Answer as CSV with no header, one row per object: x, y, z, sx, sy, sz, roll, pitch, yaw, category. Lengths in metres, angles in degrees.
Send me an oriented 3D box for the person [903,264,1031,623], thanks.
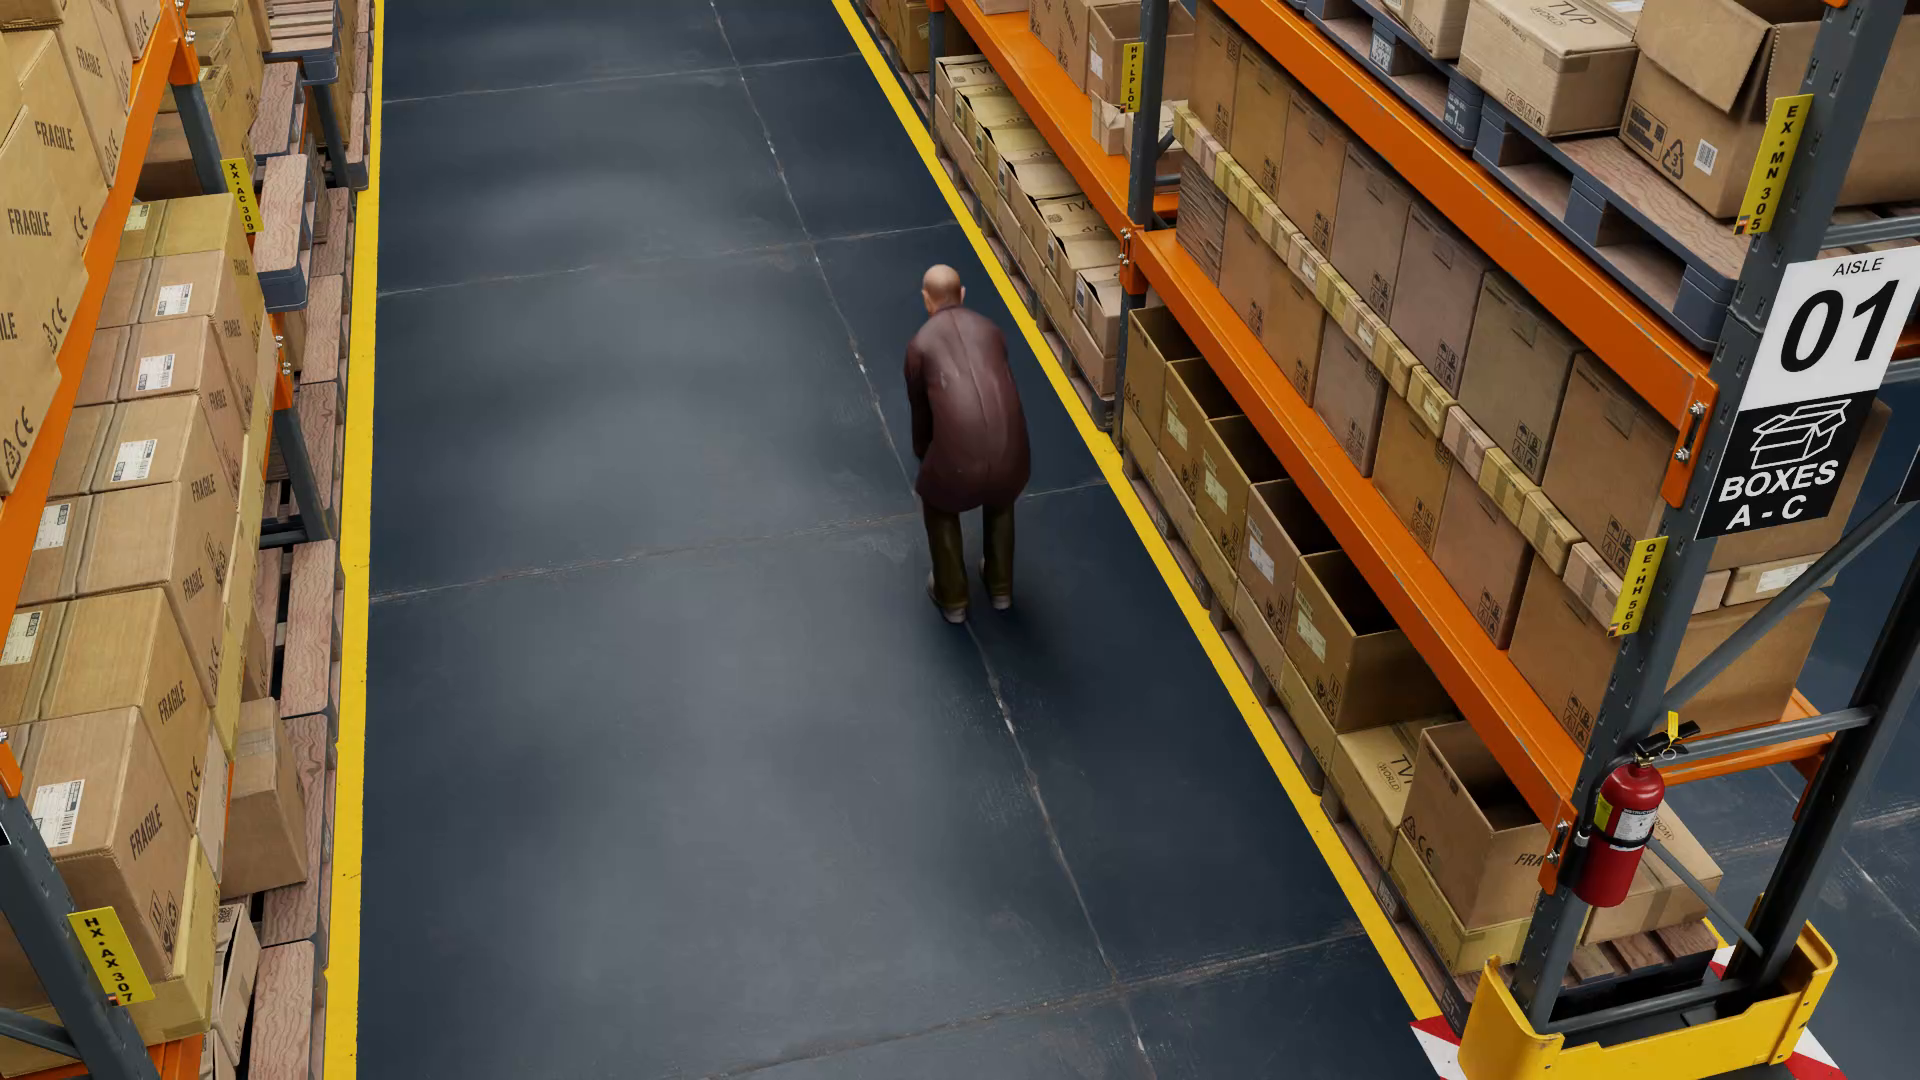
0.016,-0.426,7.504,0.545,1.507,0.815,-10,39,-12,person
